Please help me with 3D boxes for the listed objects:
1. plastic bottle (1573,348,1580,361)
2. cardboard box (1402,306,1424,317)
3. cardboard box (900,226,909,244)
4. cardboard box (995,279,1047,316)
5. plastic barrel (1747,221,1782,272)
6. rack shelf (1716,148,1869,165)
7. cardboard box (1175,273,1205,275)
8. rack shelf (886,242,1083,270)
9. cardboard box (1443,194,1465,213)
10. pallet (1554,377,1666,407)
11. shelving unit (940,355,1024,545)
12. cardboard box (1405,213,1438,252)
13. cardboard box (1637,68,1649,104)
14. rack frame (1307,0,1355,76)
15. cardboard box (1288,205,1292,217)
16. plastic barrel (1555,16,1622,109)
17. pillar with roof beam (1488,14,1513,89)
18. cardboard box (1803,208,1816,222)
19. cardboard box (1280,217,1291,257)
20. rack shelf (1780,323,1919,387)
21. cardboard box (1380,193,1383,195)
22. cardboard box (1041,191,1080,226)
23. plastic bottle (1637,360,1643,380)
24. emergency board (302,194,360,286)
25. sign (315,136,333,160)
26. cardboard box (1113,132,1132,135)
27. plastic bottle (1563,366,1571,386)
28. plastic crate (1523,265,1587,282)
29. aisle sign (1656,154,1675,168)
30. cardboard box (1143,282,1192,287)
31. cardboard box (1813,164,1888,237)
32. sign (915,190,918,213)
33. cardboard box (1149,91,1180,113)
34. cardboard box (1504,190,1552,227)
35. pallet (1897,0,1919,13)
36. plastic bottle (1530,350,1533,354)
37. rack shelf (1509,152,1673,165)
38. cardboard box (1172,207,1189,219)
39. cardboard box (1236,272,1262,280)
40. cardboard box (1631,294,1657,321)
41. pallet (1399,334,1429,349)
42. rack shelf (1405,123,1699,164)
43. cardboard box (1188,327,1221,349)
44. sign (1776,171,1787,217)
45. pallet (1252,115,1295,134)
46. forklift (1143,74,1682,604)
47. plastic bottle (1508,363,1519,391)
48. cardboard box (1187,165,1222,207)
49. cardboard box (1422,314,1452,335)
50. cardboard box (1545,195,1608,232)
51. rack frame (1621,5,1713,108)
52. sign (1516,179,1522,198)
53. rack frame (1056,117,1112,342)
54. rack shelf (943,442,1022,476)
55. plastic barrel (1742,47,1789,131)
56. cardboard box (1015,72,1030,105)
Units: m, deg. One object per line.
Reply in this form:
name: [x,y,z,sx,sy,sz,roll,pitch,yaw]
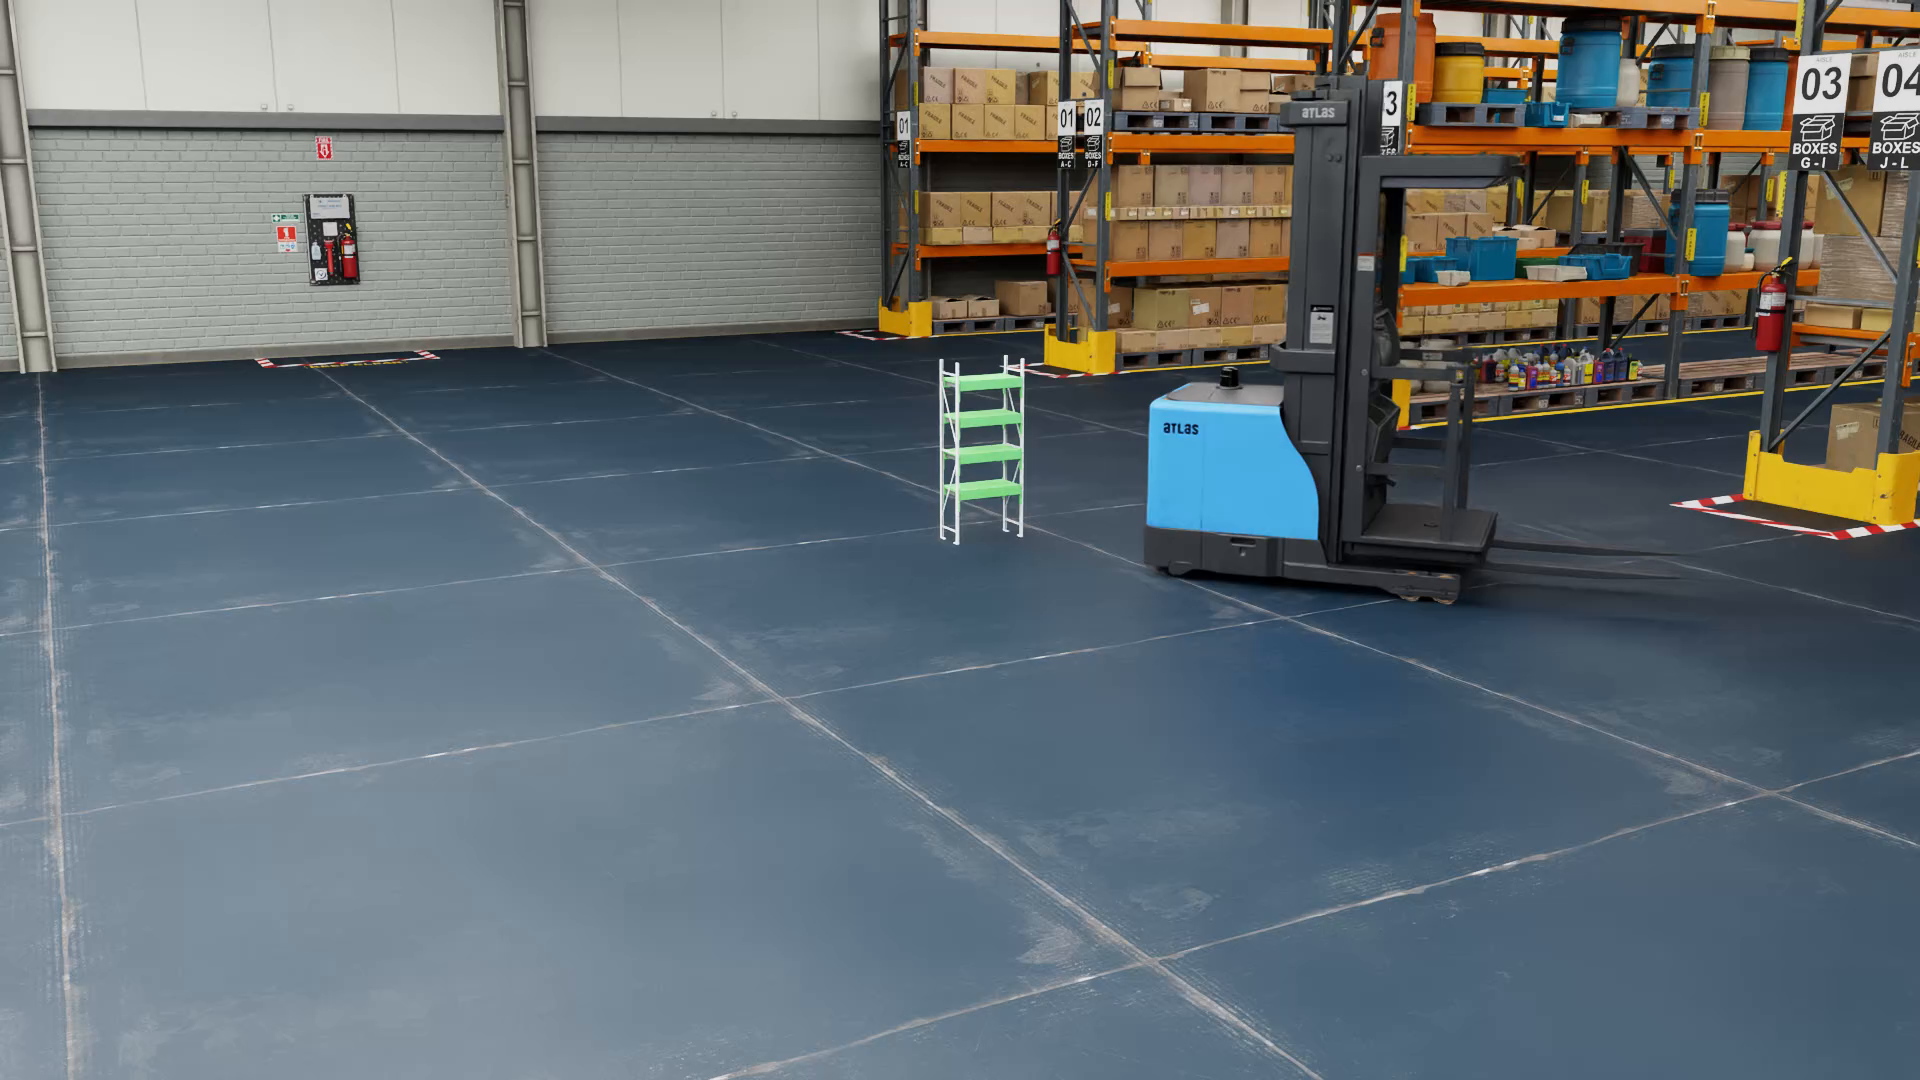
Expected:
plastic bottle: [6.662,-1.936,18.065,0.133,0.283,0.061,-7,14,-28]
cardboard box: [5.924,-3.195,22.502,0.500,0.311,0.500,-7,14,-29]
cardboard box: [-0.570,-4.567,24.867,0.500,0.250,0.500,-7,14,-27]
cardboard box: [0.931,-3.722,25.507,0.500,0.500,0.700,-8,15,-31]
plastic barrel: [8.959,-3.257,18.442,0.433,0.535,0.433,0,13,0]
rack shelf: [13.778,-6.175,26.522,4.000,0.370,1.077,-7,14,-28]
cardboard box: [3.647,-4.453,27.049,0.500,0.250,0.500,-7,15,-29]
rack shelf: [0.868,-4.403,25.482,4.000,0.370,1.077,-7,14,-28]
cardboard box: [8.473,-5.806,29.126,0.500,0.500,0.500,-7,14,-28]
pallet: [6.761,-1.633,17.883,1.213,0.211,1.003,-7,14,-28]
shelving unit: [0.145,-0.603,11.055,0.503,1.200,0.258,-7,14,-28]
cardboard box: [6.145,-4.192,22.678,0.500,0.500,0.500,-6,14,-24]
cardboard box: [9.793,-6.583,24.193,0.500,0.500,0.500,-7,14,-28]
rack frame: [6.135,-8.312,27.549,0.127,3.000,1.000,-7,14,-28]
cardboard box: [4.188,-4.224,21.343,0.250,0.149,0.380,-7,14,-28]
plastic barrel: [6.446,-4.884,17.051,0.708,0.901,0.600,-7,14,-28]
pillar with roof beam: [11.908,-8.144,26.801,0.400,9.000,9.100,-7,14,-28]
cardboard box: [13.048,-4.957,26.074,0.500,0.500,0.500,-7,14,-27]
cardboard box: [4.154,-3.955,21.622,0.500,0.500,0.700,-7,14,-28]
rack shelf: [7.988,-1.540,12.757,4.000,0.370,1.077,-7,14,-28]
cardboard box: [7.128,-6.010,28.323,0.500,0.250,0.500,-7,14,-29]
cardboard box: [1.474,-5.053,25.320,0.500,0.500,0.500,-7,15,-29]
plastic bottle: [7.201,-1.807,17.677,0.097,0.201,0.097,0,13,0]
emergency board: [-8.141,-3.901,21.609,0.643,1.169,0.194,-7,14,-28]
sign: [-8.196,-5.050,21.436,0.199,0.298,0.001,-7,14,-28]
cardboard box: [2.297,-6.386,25.547,0.500,0.500,0.500,-6,14,-26]
plastic bottle: [6.256,-1.694,17.174,0.097,0.201,0.097,0,13,0]
plastic crate: [6.067,-2.707,16.908,0.437,0.136,0.530,-7,14,-28]
aisle sign: [13.363,-7.445,31.439,0.004,0.787,0.394,-7,14,-28]
cardboard box: [2.688,-3.041,21.387,0.500,0.500,0.500,-7,14,-28]
cardboard box: [6.597,-2.467,12.059,0.500,0.500,0.500,-7,14,-28]
sign: [-0.627,-4.862,23.909,0.005,0.325,0.100,-7,14,-28]
cardboard box: [2.374,-5.425,20.618,0.500,0.250,0.500,-7,14,-28]
cardboard box: [10.130,-6.007,30.285,0.700,0.700,0.980,-7,14,-27]
pallet: [11.529,-6.186,19.441,1.003,0.211,1.213,-7,14,-28]
plastic bottle: [6.133,-1.911,17.953,0.133,0.283,0.061,-6,14,-25]
rack shelf: [11.401,-7.129,30.762,4.000,0.370,1.077,-7,14,-28]
cardboard box: [2.610,-4.035,20.502,0.250,0.149,0.380,-7,14,-29]
cardboard box: [4.597,-4.205,27.655,0.500,0.500,0.700,-7,14,-28]
cardboard box: [9.947,-3.527,24.642,0.500,0.500,0.500,-7,14,-29]
pallet: [5.628,-2.735,22.782,1.213,0.211,1.003,-7,14,-28]
rack shelf: [5.615,-3.958,16.669,4.000,0.370,1.077,-7,14,-28]
cardboard box: [2.943,-2.573,21.014,0.500,0.250,0.500,-7,14,-28]
sign: [5.985,-2.508,12.066,0.005,0.325,0.100,-7,14,-28]
pallet: [4.264,-5.336,21.358,1.213,0.211,1.003,-7,14,-28]
forklift: [2.693,-1.195,9.745,3.031,2.935,1.130,5,14,21]
plastic bottle: [5.600,-1.649,16.817,0.097,0.271,0.097,0,13,0]
cardboard box: [2.853,-4.433,20.794,0.500,0.500,0.700,-7,14,-28]
cardboard box: [6.376,-2.977,22.813,0.500,0.250,0.500,-7,15,-30]
cardboard box: [9.010,-4.773,24.302,0.700,0.500,0.500,11,17,41]
rack frame: [7.371,-5.982,17.196,0.127,3.000,1.000,-7,14,-28]
sign: [9.914,-6.229,29.499,0.005,0.325,0.100,-7,14,-28]
rack frame: [1.490,-3.590,20.228,0.127,3.000,1.000,-7,14,-28]
rack shelf: [0.145,-0.540,11.069,0.480,0.148,0.258,-7,14,-28]
plastic barrel: [8.861,-4.996,18.505,0.708,0.901,0.600,-7,14,-28]
cardboard box: [0.728,-6.808,25.146,0.500,0.500,0.500,-7,14,-28]
